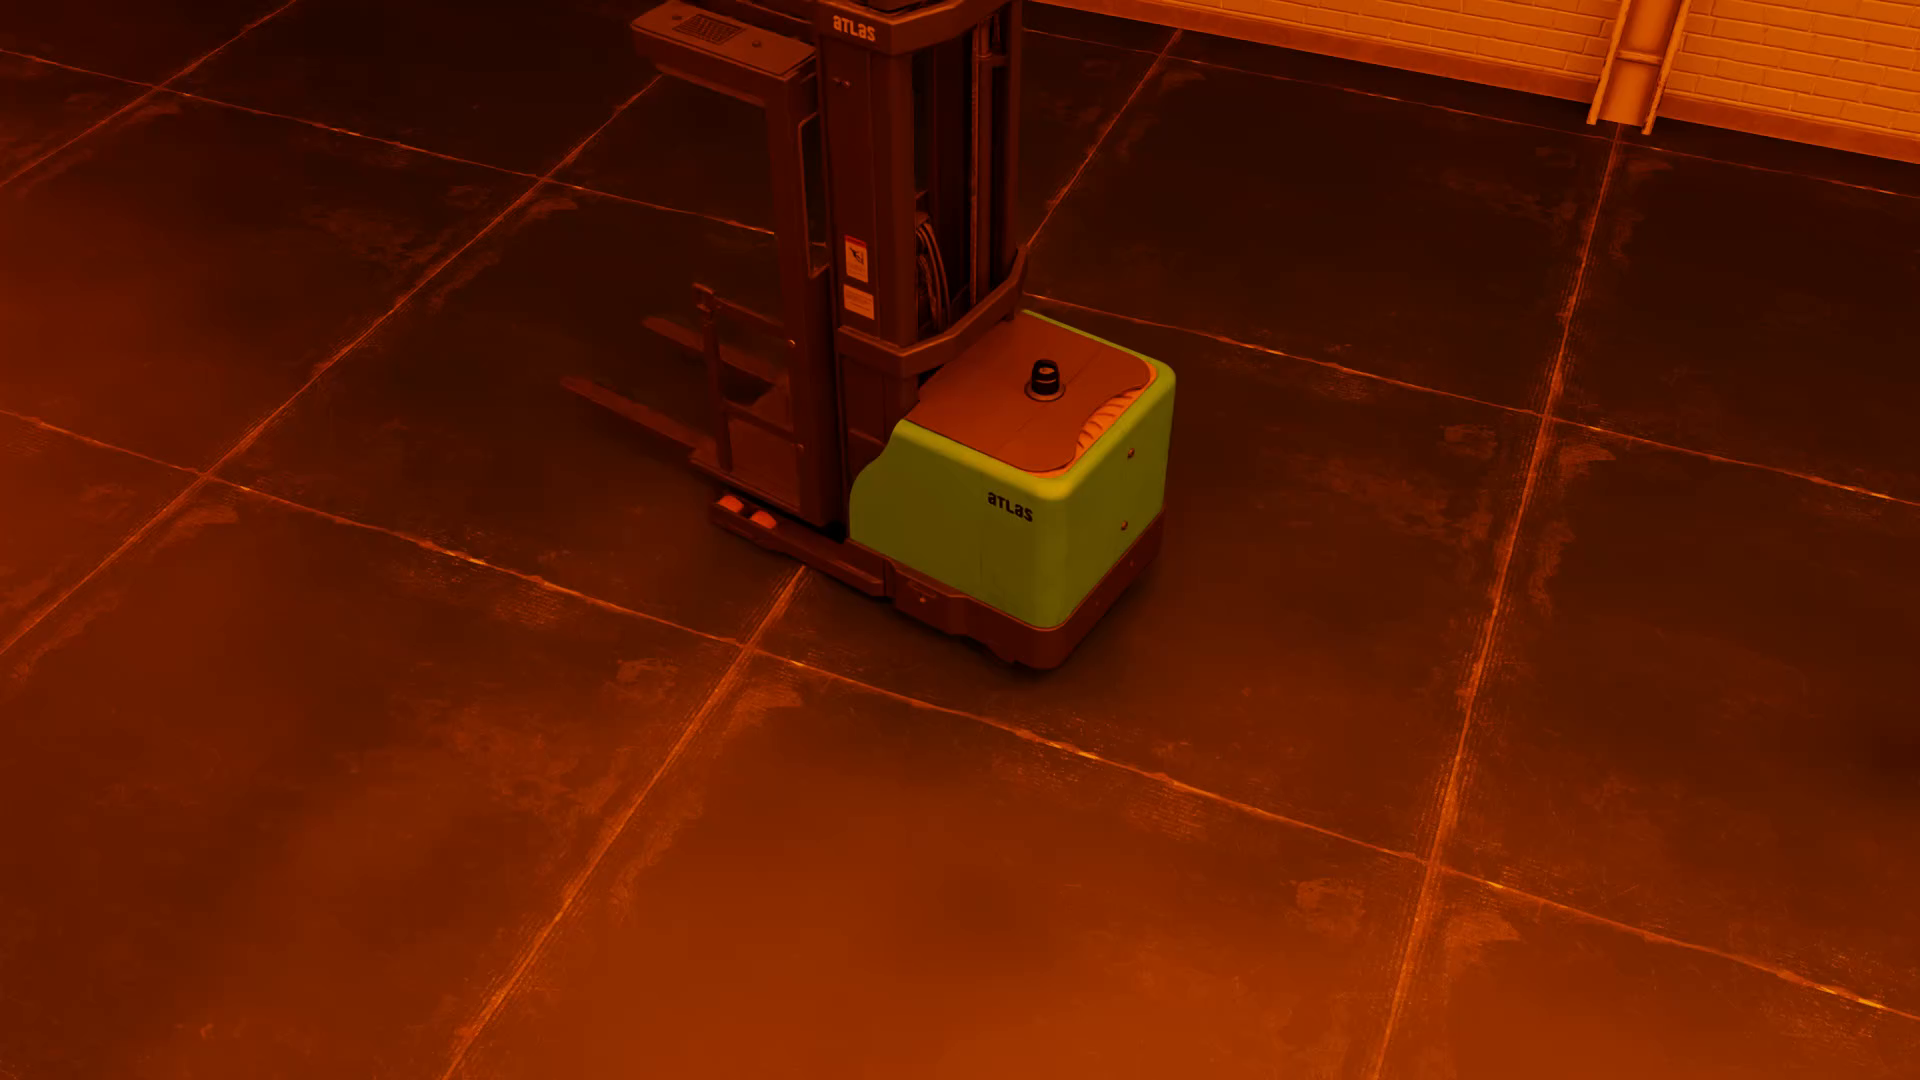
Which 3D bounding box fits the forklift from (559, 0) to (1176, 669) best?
[{"bbox_3d":[-0.575,-1.312,7.073,3.031,2.935,1.130,25,49,24],"label":"forklift"}]
